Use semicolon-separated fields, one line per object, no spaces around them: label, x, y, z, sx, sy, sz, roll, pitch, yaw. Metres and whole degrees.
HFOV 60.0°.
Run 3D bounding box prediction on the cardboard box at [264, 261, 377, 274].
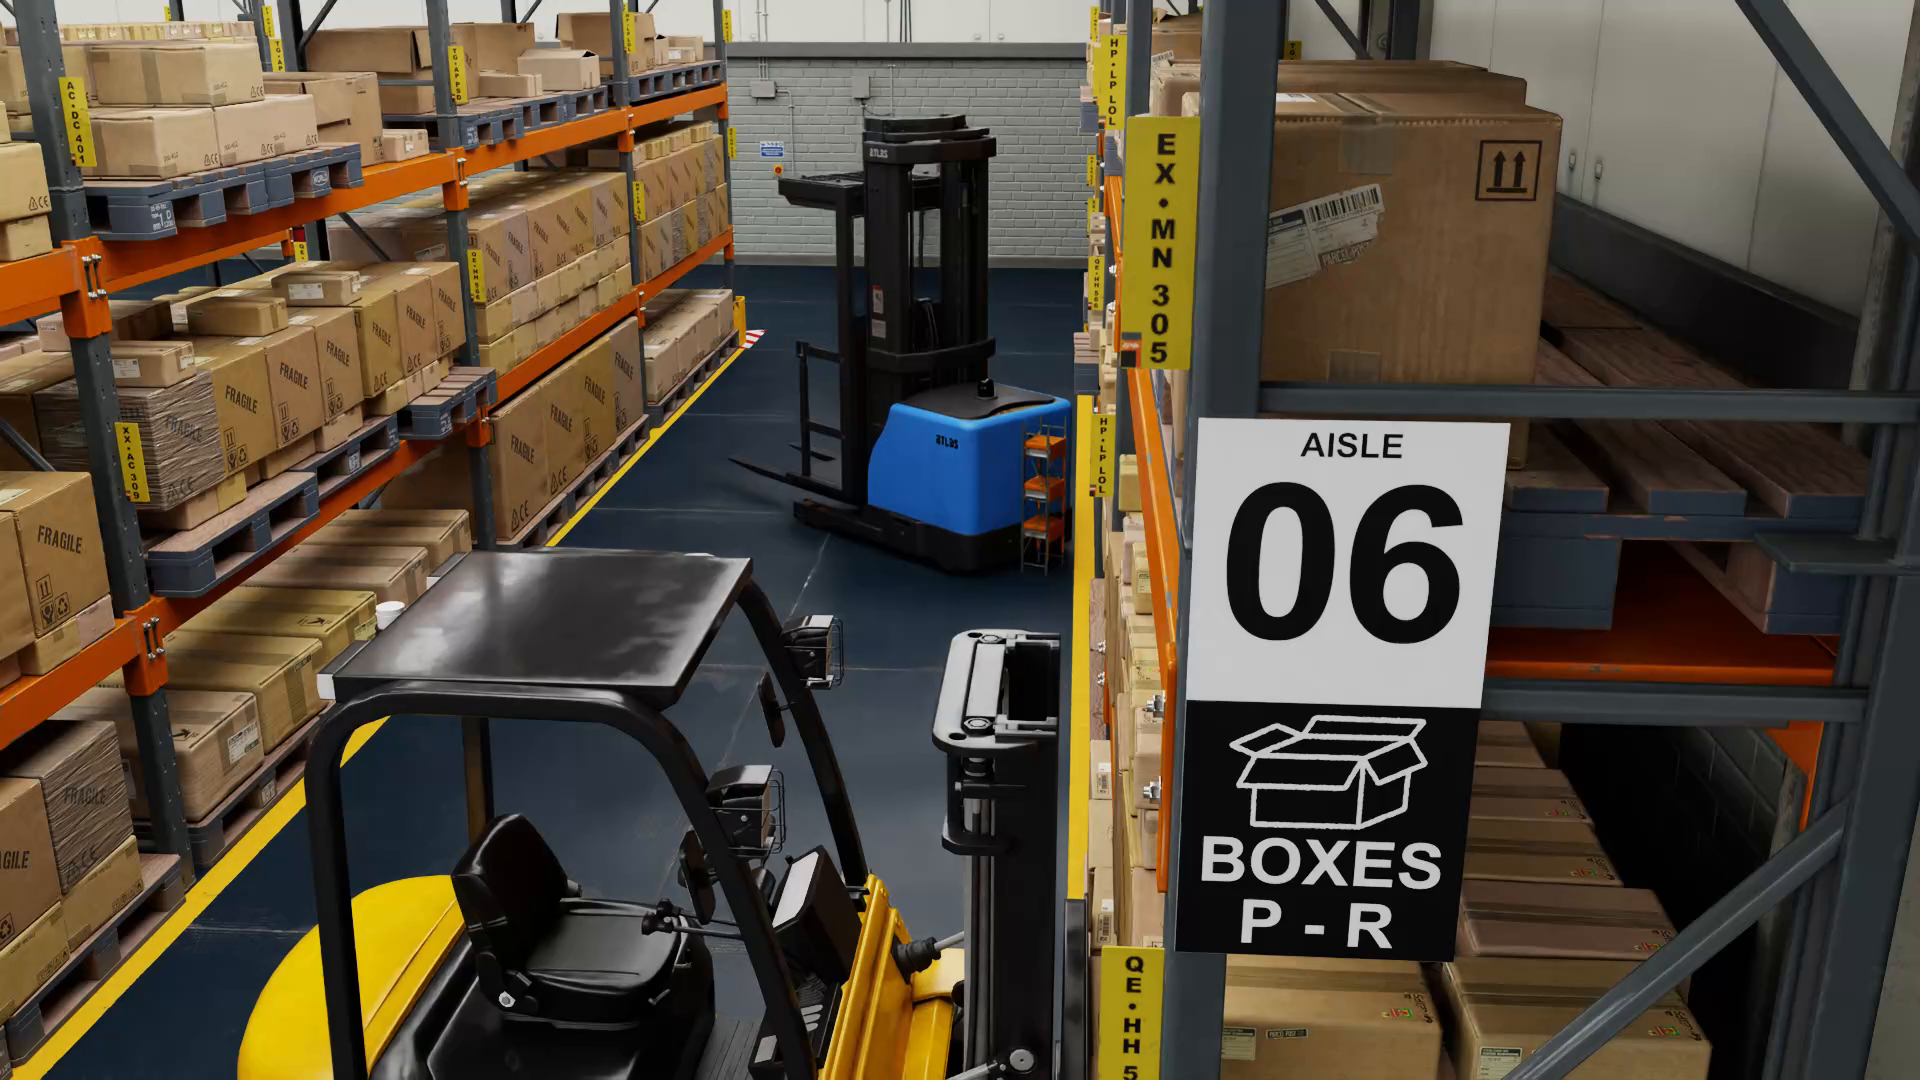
cardboard box;-3.838;-1.405;10.082;0.500;0.500;0.500;1;18;2

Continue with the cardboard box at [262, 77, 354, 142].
cardboard box;-3.656;-2.151;8.689;0.797;0.503;0.637;1;18;4

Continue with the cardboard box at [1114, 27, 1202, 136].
cardboard box;1.008;-2.226;8.087;0.500;0.500;0.500;2;18;5

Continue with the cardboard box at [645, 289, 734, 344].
cardboard box;-2.949;-2.411;17.903;0.875;0.438;0.875;1;18;2

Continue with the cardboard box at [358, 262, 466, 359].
cardboard box;-3.331;-1.392;10.042;0.500;0.500;0.500;1;18;2

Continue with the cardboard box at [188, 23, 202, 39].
cardboard box;-7.799;-5.071;16.561;0.380;0.149;0.250;1;18;3

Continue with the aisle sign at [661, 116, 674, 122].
aisle sign;-3.286;-4.900;17.885;0.394;0.787;0.004;1;18;4

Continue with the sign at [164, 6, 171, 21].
sign;-8.488;-5.568;17.877;0.100;0.325;0.005;1;18;4

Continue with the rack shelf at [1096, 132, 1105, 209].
rack shelf;1.519;-2.746;11.826;1.077;0.370;4.000;1;18;4

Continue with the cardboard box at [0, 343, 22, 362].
cardboard box;-8.084;-1.445;13.650;0.500;0.250;0.500;2;18;7

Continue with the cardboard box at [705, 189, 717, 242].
cardboard box;-2.823;-3.372;17.237;0.500;0.500;0.500;1;18;3

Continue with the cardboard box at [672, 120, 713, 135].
cardboard box;-2.828;-4.351;17.576;0.380;0.149;0.250;2;18;5

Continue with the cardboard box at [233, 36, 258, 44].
cardboard box;-7.725;-5.158;17.468;0.500;0.250;0.500;1;18;2

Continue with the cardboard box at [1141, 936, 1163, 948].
cardboard box;0.537;0.893;3.178;0.380;0.149;0.250;2;18;5

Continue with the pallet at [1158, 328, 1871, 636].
pallet;0.879;-0.160;2.917;1.003;0.211;1.213;1;18;4

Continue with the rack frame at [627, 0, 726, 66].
rack frame;-3.002;-6.487;17.268;1.000;3.000;0.127;1;18;4

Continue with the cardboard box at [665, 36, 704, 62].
cardboard box;-2.944;-5.095;17.245;0.500;0.250;0.500;0;18;-1

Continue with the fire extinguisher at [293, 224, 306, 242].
fire extinguisher;-7.468;-3.569;18.721;0.296;0.674;0.183;1;18;4

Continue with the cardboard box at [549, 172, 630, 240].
cardboard box;-3.070;-2.772;13.799;0.500;0.500;0.500;2;18;6

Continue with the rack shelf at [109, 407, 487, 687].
rack shelf;-3.719;-0.188;8.836;1.077;0.370;4.000;1;18;4

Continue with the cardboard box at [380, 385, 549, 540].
cardboard box;-3.443;-0.554;11.534;0.875;0.875;0.875;1;18;3

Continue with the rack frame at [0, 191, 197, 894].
rack frame;-3.862;0.091;6.828;1.000;3.000;0.127;1;18;4

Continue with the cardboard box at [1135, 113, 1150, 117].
cardboard box;0.786;-1.177;5.188;0.500;0.311;0.500;2;18;5

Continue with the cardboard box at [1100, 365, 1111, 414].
cardboard box;1.008;-0.758;8.857;0.500;0.250;0.500;1;18;3

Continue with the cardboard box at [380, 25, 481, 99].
cardboard box;-3.738;-3.378;11.762;0.500;0.500;0.500;1;18;4

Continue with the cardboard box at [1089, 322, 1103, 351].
cardboard box;1.040;-1.334;10.907;0.380;0.149;0.250;2;18;5

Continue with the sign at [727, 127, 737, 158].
sign;-2.461;-4.282;17.935;0.100;0.325;0.005;1;18;4

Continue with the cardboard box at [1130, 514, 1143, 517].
cardboard box;0.787;0.018;5.847;0.380;0.149;0.250;2;18;5

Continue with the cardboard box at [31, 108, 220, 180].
cardboard box;-3.420;-1.635;6.846;0.500;0.250;0.500;1;18;2

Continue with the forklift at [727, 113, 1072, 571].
forklift;-0.583;-1.567;11.999;1.130;2.935;3.031;-16;24;-40

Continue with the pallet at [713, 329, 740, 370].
pallet;-2.981;-2.061;17.873;1.003;0.211;1.213;1;18;4

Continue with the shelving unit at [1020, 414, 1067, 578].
shelving unit;0.559;-0.296;11.139;0.215;1.050;0.252;10;21;28

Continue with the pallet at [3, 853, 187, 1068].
pallet;-3.875;1.625;6.623;1.003;0.211;1.213;1;18;4

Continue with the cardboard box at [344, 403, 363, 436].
cardboard box;-3.396;-0.641;8.792;0.380;0.149;0.250;1;18;2

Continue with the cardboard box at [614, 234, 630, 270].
cardboard box;-3.078;-2.418;13.922;0.500;0.250;0.500;1;18;4

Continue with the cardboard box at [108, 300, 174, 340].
cardboard box;-4.021;-1.054;7.968;0.380;0.149;0.250;1;18;2

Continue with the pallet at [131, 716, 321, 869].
pallet;-3.808;1.174;8.000;1.003;0.211;1.213;1;18;4

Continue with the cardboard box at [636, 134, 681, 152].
cardboard box;-2.879;-3.789;15.862;0.380;0.149;0.250;1;18;4

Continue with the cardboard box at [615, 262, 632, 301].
cardboard box;-3.069;-2.177;13.992;0.500;0.250;0.500;1;18;3

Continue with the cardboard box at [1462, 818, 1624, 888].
cardboard box;1.097;0.683;3.340;0.380;0.149;0.250;2;18;5

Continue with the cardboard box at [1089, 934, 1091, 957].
cardboard box;0.665;1.526;5.388;0.500;0.250;0.500;1;18;3

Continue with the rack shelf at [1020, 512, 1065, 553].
rack shelf;0.559;-0.021;11.229;0.215;0.259;0.240;10;21;28

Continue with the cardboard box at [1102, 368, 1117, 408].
cardboard box;0.896;-0.748;8.186;0.380;0.149;0.250;1;18;2

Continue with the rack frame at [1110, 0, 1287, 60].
rack frame;1.376;-3.893;9.351;1.000;3.000;0.127;1;18;4

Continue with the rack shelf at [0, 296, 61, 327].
rack shelf;-8.376;-1.510;12.869;1.077;0.370;4.000;1;18;4

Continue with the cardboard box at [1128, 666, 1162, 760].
cardboard box;0.609;0.431;4.110;0.380;0.149;0.250;2;18;5

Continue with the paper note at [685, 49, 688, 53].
paper note;-2.572;-4.597;15.639;0.006;0.032;0.123;1;18;4

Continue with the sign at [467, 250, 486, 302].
sign;-3.033;-1.655;10.424;0.100;0.325;0.005;1;18;4

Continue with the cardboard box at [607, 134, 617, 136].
cardboard box;-3.427;-3.800;15.894;0.380;0.149;0.250;1;18;4

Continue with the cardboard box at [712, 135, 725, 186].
cardboard box;-2.799;-4.004;17.558;0.500;0.500;0.500;2;18;6

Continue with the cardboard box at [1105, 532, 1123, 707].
cardboard box;0.797;0.285;6.075;0.500;0.500;0.500;1;18;2

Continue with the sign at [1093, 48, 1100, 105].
sign;0.835;-2.726;9.776;0.100;0.325;0.005;1;18;4

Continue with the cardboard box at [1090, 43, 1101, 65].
cardboard box;1.195;-3.733;12.773;0.380;0.149;0.250;1;18;3

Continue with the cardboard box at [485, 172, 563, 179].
cardboard box;-3.607;-2.786;13.842;0.500;0.500;0.500;1;18;5

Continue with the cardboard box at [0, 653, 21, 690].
cardboard box;-3.689;0.474;6.063;0.380;0.149;0.250;1;18;4

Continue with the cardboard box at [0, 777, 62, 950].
cardboard box;-3.671;1.189;6.013;0.500;0.500;0.500;2;18;5

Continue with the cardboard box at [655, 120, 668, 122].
cardboard box;-3.303;-4.363;17.612;0.380;0.149;0.250;2;18;5
